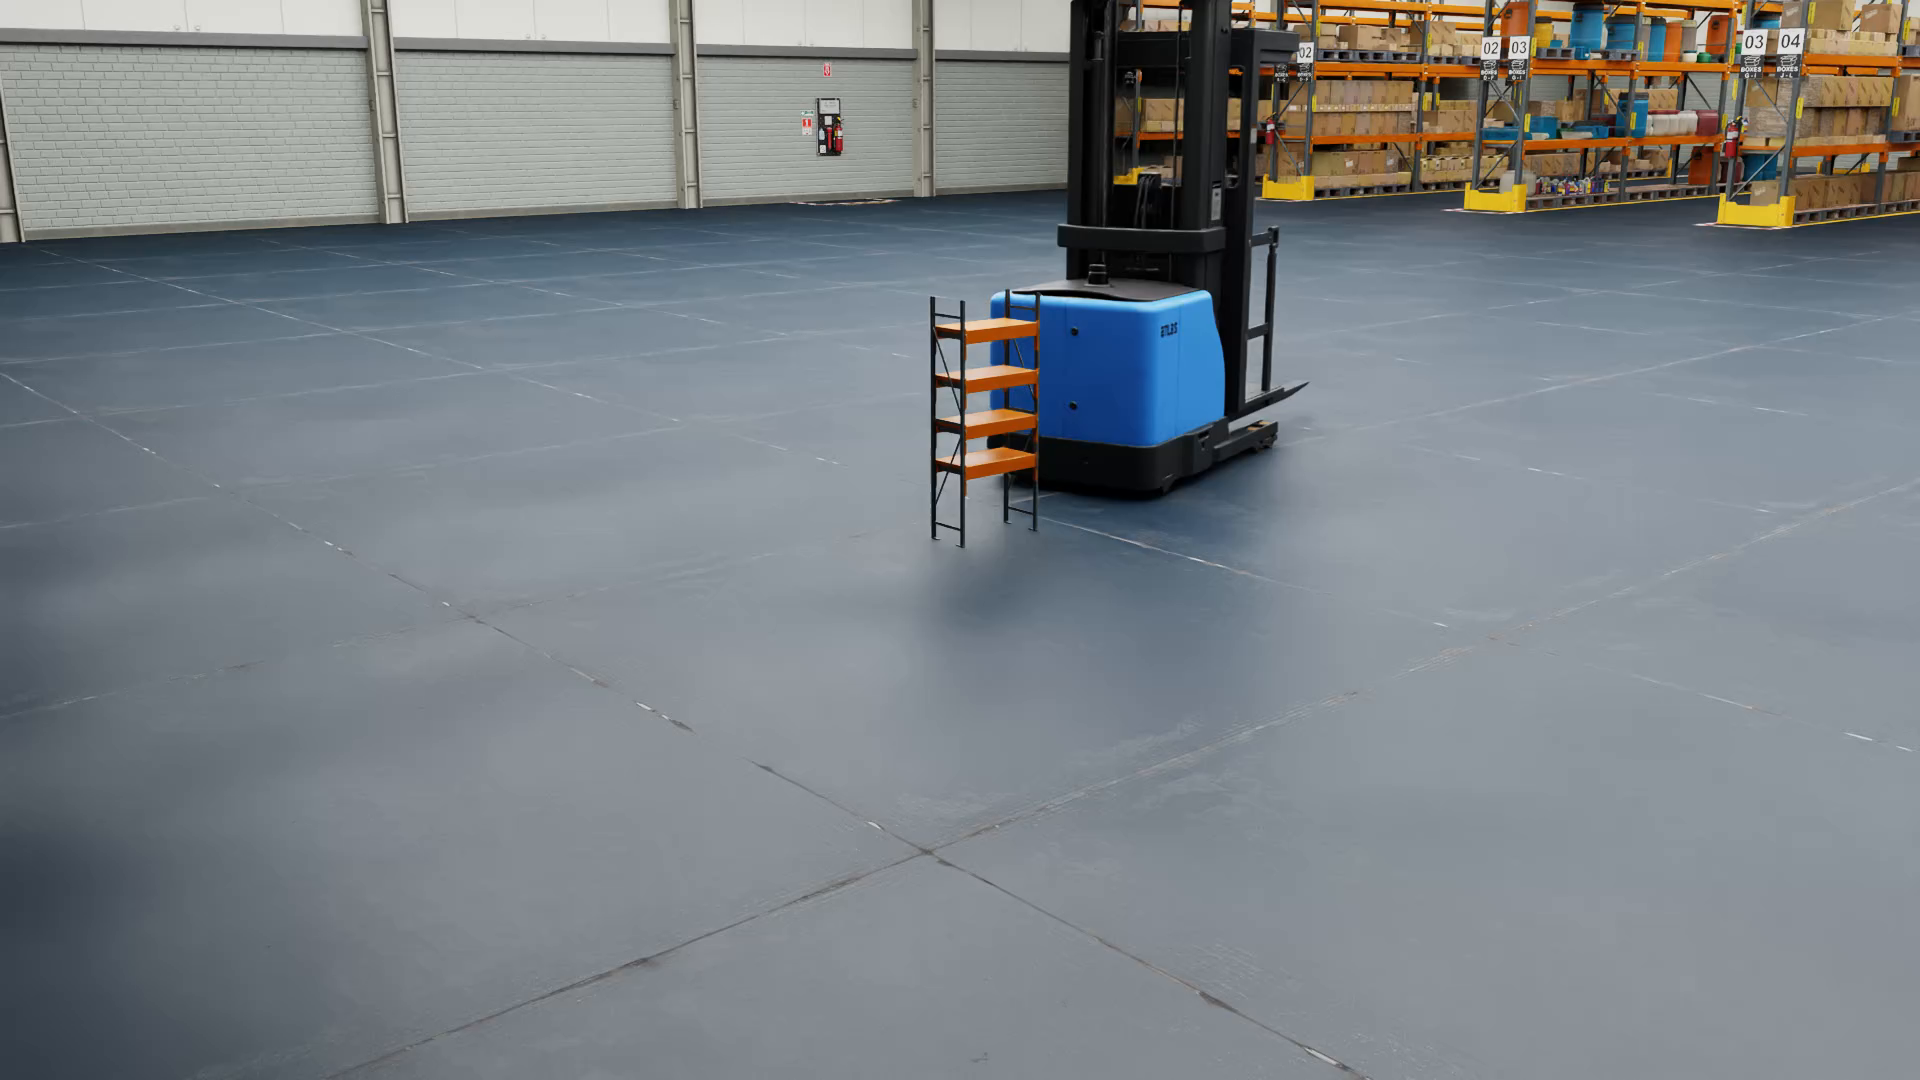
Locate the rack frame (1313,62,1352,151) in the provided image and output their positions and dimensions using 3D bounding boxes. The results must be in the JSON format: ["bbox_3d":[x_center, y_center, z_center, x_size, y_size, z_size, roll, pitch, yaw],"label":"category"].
[{"bbox_3d":[9.817,-11.084,43.935,0.127,3.000,1.000,-13,19,-39],"label":"rack frame"}]

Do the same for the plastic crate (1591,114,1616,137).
[{"bbox_3d":[13.467,-8.651,34.699,0.583,0.464,0.402,-13,19,-39],"label":"plastic crate"}]

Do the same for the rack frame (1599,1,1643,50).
[{"bbox_3d":[13.303,-11.376,33.403,0.127,3.000,1.000,-13,19,-39],"label":"rack frame"}]

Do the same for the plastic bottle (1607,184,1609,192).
[{"bbox_3d":[13.234,-7.217,34.024,0.097,0.201,0.097,0,15,0],"label":"plastic bottle"}]

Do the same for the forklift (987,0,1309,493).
[{"bbox_3d":[1.341,-2.005,10.077,1.130,2.935,3.031,9,17,30],"label":"forklift"}]

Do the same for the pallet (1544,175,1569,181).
[{"bbox_3d":[14.579,-9.098,41.902,1.213,0.211,1.003,-13,19,-39],"label":"pallet"}]

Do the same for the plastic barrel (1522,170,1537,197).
[{"bbox_3d":[11.110,-7.013,32.698,0.421,0.512,0.421,0,15,0],"label":"plastic barrel"}]

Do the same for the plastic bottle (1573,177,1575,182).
[{"bbox_3d":[12.619,-7.329,34.286,0.133,0.283,0.061,-13,19,-39],"label":"plastic bottle"}]

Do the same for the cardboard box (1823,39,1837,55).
[{"bbox_3d":[14.455,-8.333,28.112,0.500,0.250,0.500,-13,20,-41],"label":"cardboard box"}]

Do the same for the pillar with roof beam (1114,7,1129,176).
[{"bbox_3d":[6.568,-12.076,36.024,0.400,9.000,9.100,-13,19,-39],"label":"pillar with roof beam"}]

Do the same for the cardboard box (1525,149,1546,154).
[{"bbox_3d":[14.432,-9.876,41.951,0.500,0.250,0.500,-13,20,-40],"label":"cardboard box"}]

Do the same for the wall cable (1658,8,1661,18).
[{"bbox_3d":[22.129,-16.640,49.338,0.112,2.526,3.097,-13,19,-39],"label":"wall cable"}]

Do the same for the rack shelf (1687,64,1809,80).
[{"bbox_3d":[17.829,-10.596,37.688,4.000,0.370,1.077,-13,19,-39],"label":"rack shelf"}]

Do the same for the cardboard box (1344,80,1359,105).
[{"bbox_3d":[8.210,-9.702,36.051,0.500,0.500,0.700,-13,19,-39],"label":"cardboard box"}]

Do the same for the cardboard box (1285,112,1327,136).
[{"bbox_3d":[7.397,-8.890,35.527,0.500,0.500,0.700,-13,19,-39],"label":"cardboard box"}]

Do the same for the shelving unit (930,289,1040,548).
[{"bbox_3d":[0.125,-0.608,8.200,0.503,1.200,0.258,-13,19,-39],"label":"shelving unit"}]

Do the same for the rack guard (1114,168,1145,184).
[{"bbox_3d":[3.839,-8.534,39.232,0.348,0.500,1.175,-13,19,-39],"label":"rack guard"}]

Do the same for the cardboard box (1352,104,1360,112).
[{"bbox_3d":[8.444,-9.370,36.067,0.250,0.149,0.380,-13,20,-40],"label":"cardboard box"}]

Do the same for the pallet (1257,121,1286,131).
[{"bbox_3d":[7.471,-10.415,41.801,1.213,0.211,1.003,-13,19,-39],"label":"pallet"}]

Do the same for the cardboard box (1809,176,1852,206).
[{"bbox_3d":[15.799,-6.351,30.243,0.500,0.500,0.500,-6,16,-22],"label":"cardboard box"}]

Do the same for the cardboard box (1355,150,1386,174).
[{"bbox_3d":[9.088,-8.391,36.912,0.500,0.500,0.500,-13,19,-39],"label":"cardboard box"}]

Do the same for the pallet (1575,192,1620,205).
[{"bbox_3d":[12.769,-7.025,34.142,1.213,0.211,1.003,-13,19,-39],"label":"pallet"}]

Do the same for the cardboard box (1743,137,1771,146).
[{"bbox_3d":[13.616,-6.803,28.394,0.250,0.149,0.380,-13,19,-39],"label":"cardboard box"}]

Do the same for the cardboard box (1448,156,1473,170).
[{"bbox_3d":[11.688,-8.871,39.075,0.500,0.311,0.500,-12,19,-38],"label":"cardboard box"}]

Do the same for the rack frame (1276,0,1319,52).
[{"bbox_3d":[7.036,-11.664,34.479,0.127,3.000,1.000,-13,19,-39],"label":"rack frame"}]

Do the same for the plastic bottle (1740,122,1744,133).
[{"bbox_3d":[17.513,-9.241,37.260,0.133,0.283,0.061,-13,19,-39],"label":"plastic bottle"}]

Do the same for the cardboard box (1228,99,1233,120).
[{"bbox_3d":[6.273,-10.480,40.472,0.500,0.500,0.500,-13,20,-40],"label":"cardboard box"}]

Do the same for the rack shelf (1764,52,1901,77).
[{"bbox_3d":[15.045,-8.277,29.005,4.000,0.370,1.077,-13,19,-39],"label":"rack shelf"}]

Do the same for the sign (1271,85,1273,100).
[{"bbox_3d":[6.691,-9.547,35.477,0.005,0.325,0.100,-13,19,-39],"label":"sign"}]

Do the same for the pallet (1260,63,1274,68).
[{"bbox_3d":[7.335,-11.849,41.349,1.003,0.211,1.213,-13,19,-39],"label":"pallet"}]

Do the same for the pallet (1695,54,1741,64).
[{"bbox_3d":[16.962,-10.624,36.765,1.213,0.211,1.003,-13,19,-39],"label":"pallet"}]

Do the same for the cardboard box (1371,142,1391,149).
[{"bbox_3d":[11.123,-10.495,45.080,0.750,0.750,0.750,-13,20,-40],"label":"cardboard box"}]

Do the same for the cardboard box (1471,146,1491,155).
[{"bbox_3d":[15.012,-11.212,48.442,0.500,0.500,0.700,-13,20,-40],"label":"cardboard box"}]

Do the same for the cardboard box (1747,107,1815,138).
[{"bbox_3d":[13.969,-7.116,28.308,0.500,0.500,0.875,-13,19,-39],"label":"cardboard box"}]

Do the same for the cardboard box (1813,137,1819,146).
[{"bbox_3d":[14.483,-6.841,28.536,0.250,0.149,0.380,-13,19,-39],"label":"cardboard box"}]

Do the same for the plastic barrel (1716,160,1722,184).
[{"bbox_3d":[17.045,-8.356,37.727,0.421,0.512,0.421,0,15,0],"label":"plastic barrel"}]

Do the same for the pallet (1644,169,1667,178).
[{"bbox_3d":[18.448,-9.980,45.206,1.213,0.211,1.003,-13,19,-39],"label":"pallet"}]

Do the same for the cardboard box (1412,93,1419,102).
[{"bbox_3d":[12.258,-12.112,45.521,0.500,0.250,0.500,-12,19,-38],"label":"cardboard box"}]

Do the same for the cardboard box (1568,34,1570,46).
[{"bbox_3d":[15.171,-12.358,41.690,0.600,0.600,0.600,-13,20,-40],"label":"cardboard box"}]

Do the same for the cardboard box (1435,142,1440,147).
[{"bbox_3d":[13.821,-11.326,47.612,0.250,0.149,0.380,-13,20,-41],"label":"cardboard box"}]

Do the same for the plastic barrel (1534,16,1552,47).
[{"bbox_3d":[11.062,-9.761,31.991,0.600,0.588,0.600,0,15,0],"label":"plastic barrel"}]

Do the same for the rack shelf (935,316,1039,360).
[{"bbox_3d":[0.125,-0.987,8.099,0.480,0.148,0.258,-13,19,-39],"label":"rack shelf"}]

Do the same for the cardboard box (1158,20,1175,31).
[{"bbox_3d":[4.644,-11.813,38.678,0.500,0.500,0.500,-13,20,-40],"label":"cardboard box"}]

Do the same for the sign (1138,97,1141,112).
[{"bbox_3d":[4.138,-10.042,38.354,0.005,0.325,0.100,-13,19,-39],"label":"sign"}]

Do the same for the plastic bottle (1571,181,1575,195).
[{"bbox_3d":[12.192,-7.016,33.139,0.097,0.271,0.097,0,15,0],"label":"plastic bottle"}]

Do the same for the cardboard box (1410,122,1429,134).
[{"bbox_3d":[10.397,-9.462,38.153,0.500,0.250,0.500,-11,19,-36],"label":"cardboard box"}]

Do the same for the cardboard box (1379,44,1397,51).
[{"bbox_3d":[9.323,-10.784,36.399,0.250,0.149,0.380,-13,19,-39],"label":"cardboard box"}]

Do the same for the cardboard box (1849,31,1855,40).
[{"bbox_3d":[15.246,-8.719,28.785,0.250,0.149,0.380,-14,20,-41],"label":"cardboard box"}]

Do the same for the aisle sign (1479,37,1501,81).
[{"bbox_3d":[10.036,-9.102,31.476,0.004,0.787,0.394,-13,19,-39],"label":"aisle sign"}]

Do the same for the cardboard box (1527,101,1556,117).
[{"bbox_3d":[14.288,-10.618,41.182,0.500,0.500,0.700,-9,17,-29],"label":"cardboard box"}]

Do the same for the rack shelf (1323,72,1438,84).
[{"bbox_3d":[11.326,-12.525,44.909,4.000,0.370,1.077,-13,19,-39],"label":"rack shelf"}]

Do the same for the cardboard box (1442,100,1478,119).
[{"bbox_3d":[14.351,-12.243,47.692,0.700,0.700,0.980,-14,20,-42],"label":"cardboard box"}]

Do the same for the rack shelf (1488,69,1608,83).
[{"bbox_3d":[14.580,-11.561,41.301,4.000,0.370,1.077,-13,19,-39],"label":"rack shelf"}]

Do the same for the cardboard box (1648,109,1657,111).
[{"bbox_3d":[18.178,-11.223,44.261,0.500,0.500,0.500,-12,19,-39],"label":"cardboard box"}]

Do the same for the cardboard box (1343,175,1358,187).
[{"bbox_3d":[8.339,-7.857,36.368,0.500,0.250,0.500,-13,19,-39],"label":"cardboard box"}]
